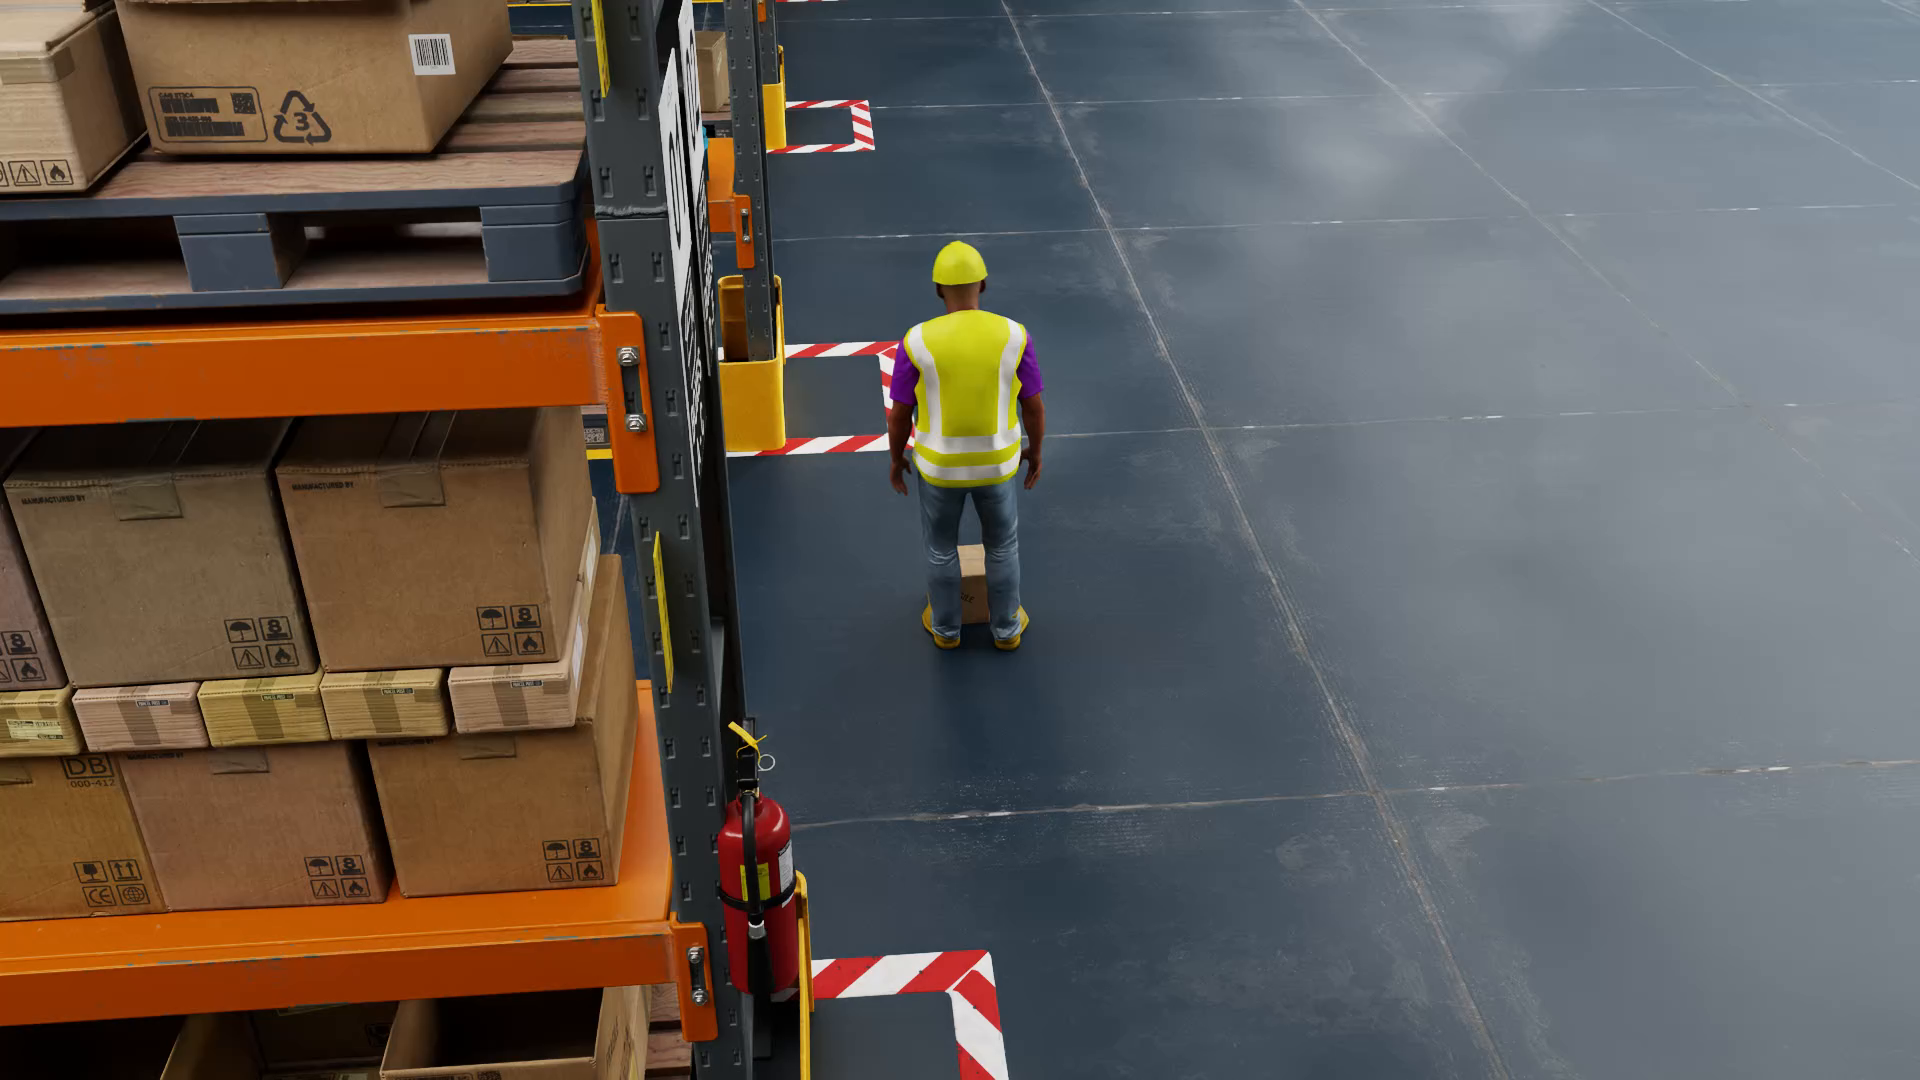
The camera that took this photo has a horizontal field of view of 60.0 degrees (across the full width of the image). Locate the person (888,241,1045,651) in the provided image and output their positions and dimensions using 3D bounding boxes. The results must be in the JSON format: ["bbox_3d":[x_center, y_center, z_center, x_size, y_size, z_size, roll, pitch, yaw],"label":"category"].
[{"bbox_3d":[0.025,-0.335,6.677,0.627,1.757,0.460,-3,31,-5],"label":"person"}]
